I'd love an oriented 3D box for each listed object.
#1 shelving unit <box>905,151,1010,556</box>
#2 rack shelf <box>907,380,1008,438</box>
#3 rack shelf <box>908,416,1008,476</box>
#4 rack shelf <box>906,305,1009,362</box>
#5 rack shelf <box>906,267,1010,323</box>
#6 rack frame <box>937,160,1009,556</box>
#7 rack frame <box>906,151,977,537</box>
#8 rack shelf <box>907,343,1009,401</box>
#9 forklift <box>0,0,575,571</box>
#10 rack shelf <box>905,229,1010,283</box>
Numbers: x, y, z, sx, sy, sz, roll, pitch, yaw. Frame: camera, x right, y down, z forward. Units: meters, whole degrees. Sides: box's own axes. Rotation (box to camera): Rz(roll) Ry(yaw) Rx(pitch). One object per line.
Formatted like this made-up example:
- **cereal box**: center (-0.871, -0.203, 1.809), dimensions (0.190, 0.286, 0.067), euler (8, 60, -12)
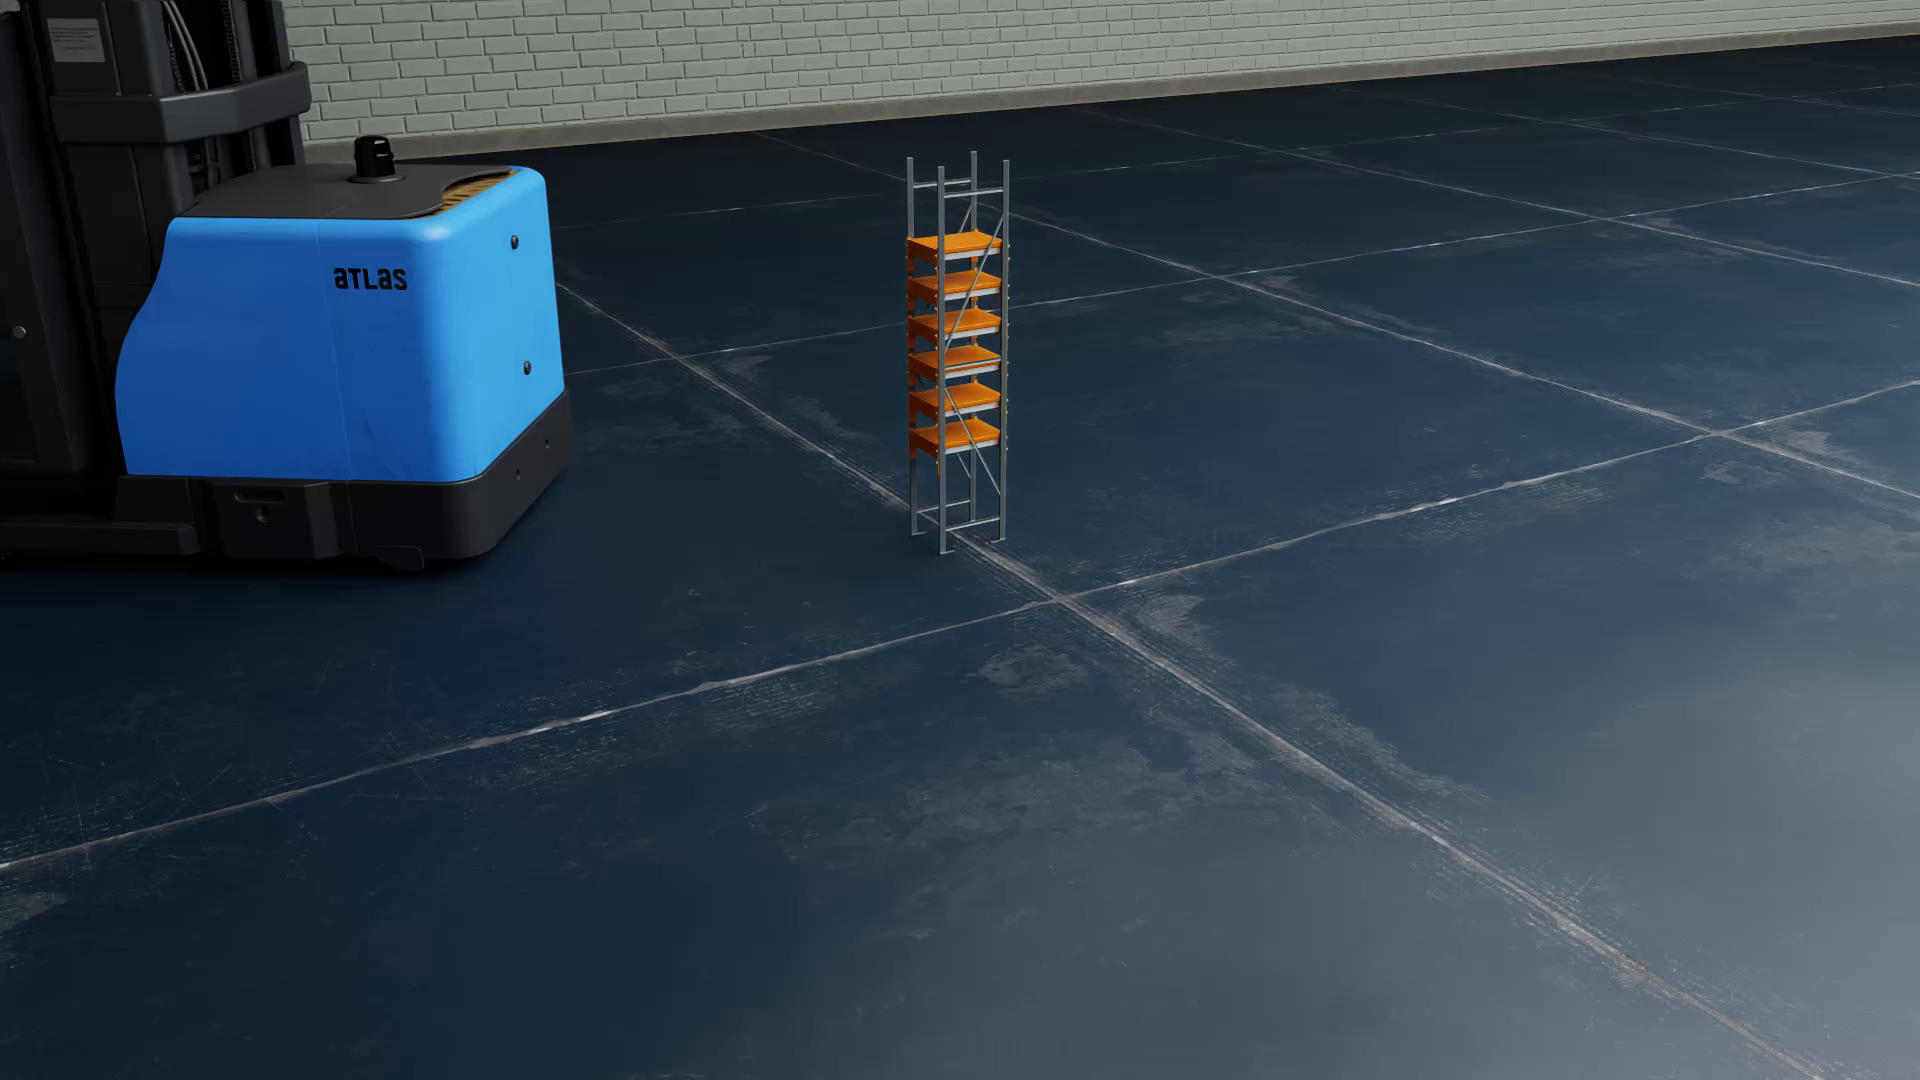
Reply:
- **shelving unit**: center (-0.007, -0.561, 5.097), dimensions (0.258, 1.200, 0.189), euler (-13, 25, -28)
- **rack shelf**: center (-0.007, -0.408, 5.159), dimensions (0.258, 0.103, 0.180), euler (-13, 25, -28)
- **rack shelf**: center (-0.007, -0.297, 5.204), dimensions (0.258, 0.103, 0.180), euler (-13, 25, -28)
- **rack shelf**: center (-0.007, -0.631, 5.069), dimensions (0.258, 0.103, 0.180), euler (-13, 25, -28)
- **rack shelf**: center (-0.007, -0.742, 5.023), dimensions (0.258, 0.103, 0.180), euler (-13, 25, -28)
- **rack frame**: center (0.039, -0.531, 5.024), dimensions (0.240, 1.200, 0.006), euler (-13, 25, -28)
- **rack frame**: center (-0.054, -0.590, 5.170), dimensions (0.240, 1.200, 0.006), euler (-13, 25, -28)
- **rack shelf**: center (-0.007, -0.519, 5.114), dimensions (0.258, 0.103, 0.180), euler (-13, 25, -28)
- **forklift**: center (-2.899, -1.469, 5.033), dimensions (3.031, 2.935, 1.130), euler (2, 22, 4)
- **rack shelf**: center (-0.007, -0.853, 4.978), dimensions (0.258, 0.103, 0.180), euler (-13, 25, -28)
